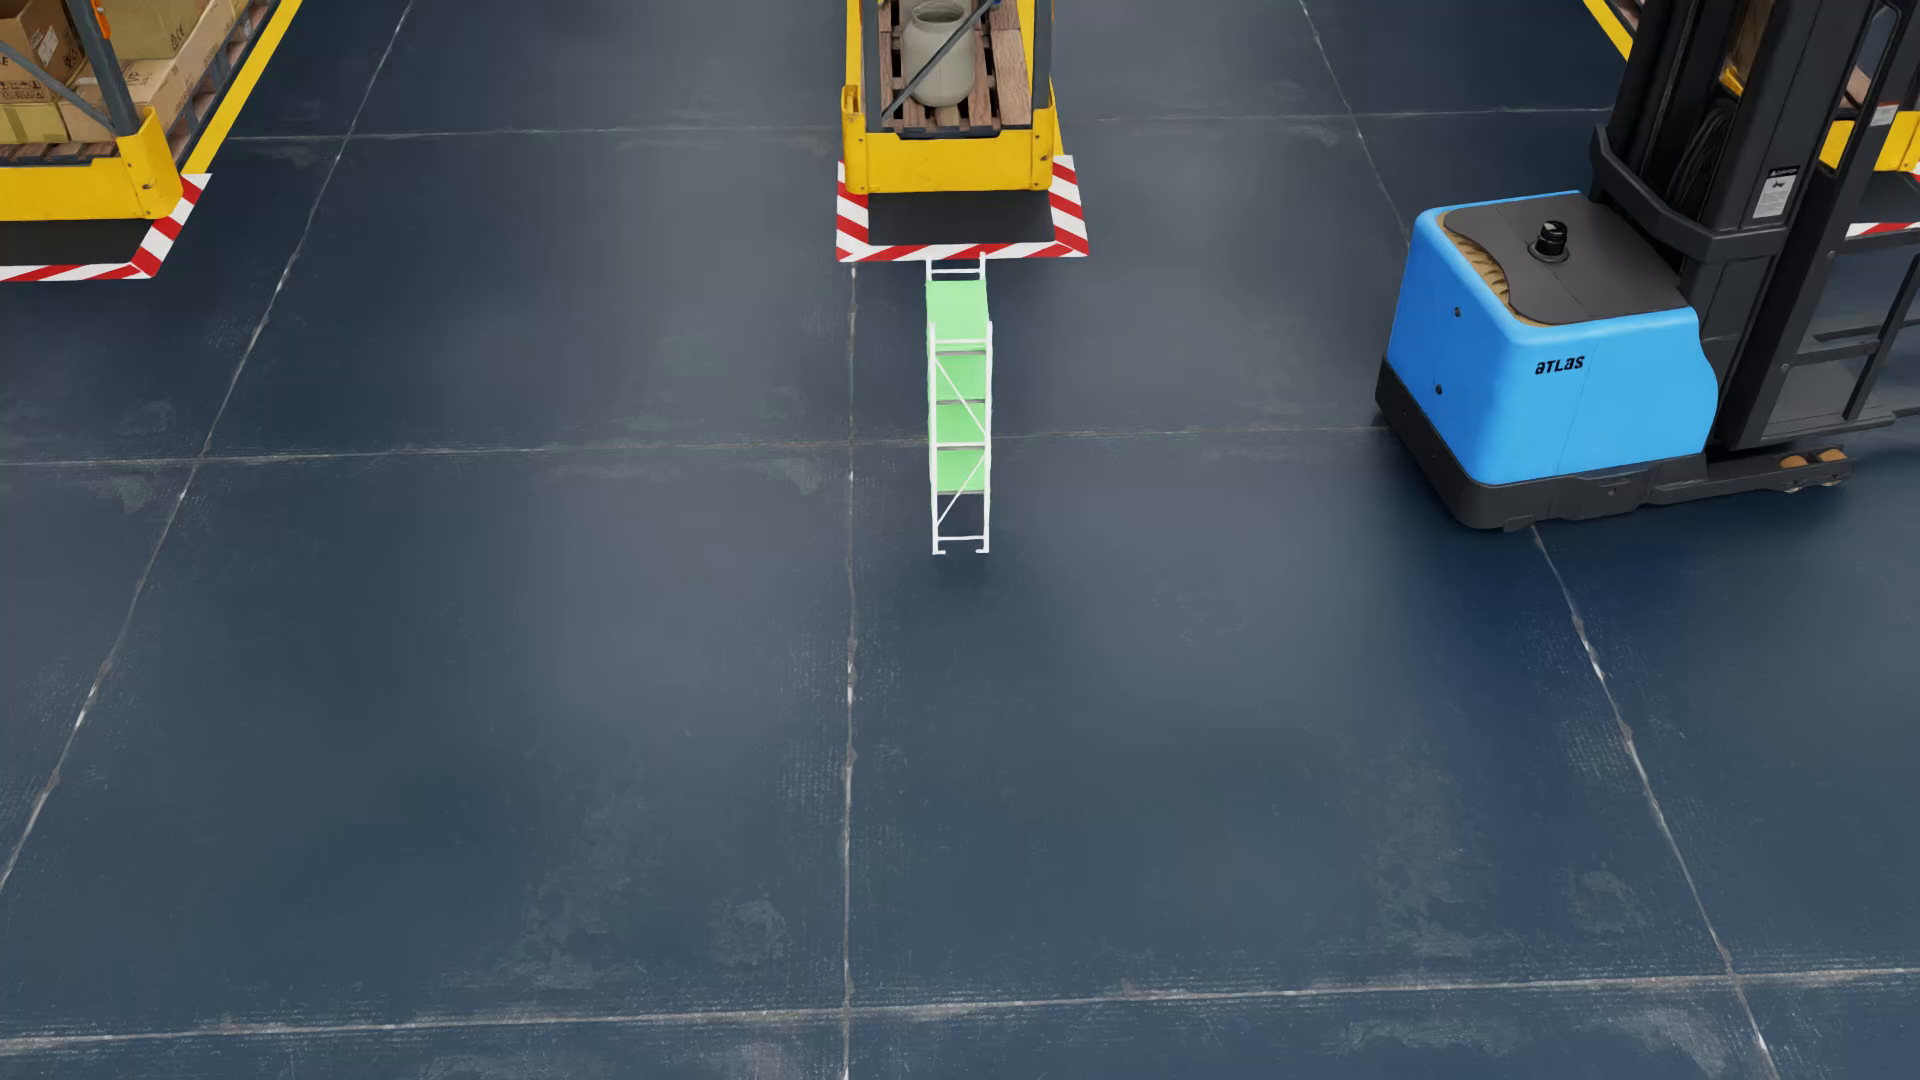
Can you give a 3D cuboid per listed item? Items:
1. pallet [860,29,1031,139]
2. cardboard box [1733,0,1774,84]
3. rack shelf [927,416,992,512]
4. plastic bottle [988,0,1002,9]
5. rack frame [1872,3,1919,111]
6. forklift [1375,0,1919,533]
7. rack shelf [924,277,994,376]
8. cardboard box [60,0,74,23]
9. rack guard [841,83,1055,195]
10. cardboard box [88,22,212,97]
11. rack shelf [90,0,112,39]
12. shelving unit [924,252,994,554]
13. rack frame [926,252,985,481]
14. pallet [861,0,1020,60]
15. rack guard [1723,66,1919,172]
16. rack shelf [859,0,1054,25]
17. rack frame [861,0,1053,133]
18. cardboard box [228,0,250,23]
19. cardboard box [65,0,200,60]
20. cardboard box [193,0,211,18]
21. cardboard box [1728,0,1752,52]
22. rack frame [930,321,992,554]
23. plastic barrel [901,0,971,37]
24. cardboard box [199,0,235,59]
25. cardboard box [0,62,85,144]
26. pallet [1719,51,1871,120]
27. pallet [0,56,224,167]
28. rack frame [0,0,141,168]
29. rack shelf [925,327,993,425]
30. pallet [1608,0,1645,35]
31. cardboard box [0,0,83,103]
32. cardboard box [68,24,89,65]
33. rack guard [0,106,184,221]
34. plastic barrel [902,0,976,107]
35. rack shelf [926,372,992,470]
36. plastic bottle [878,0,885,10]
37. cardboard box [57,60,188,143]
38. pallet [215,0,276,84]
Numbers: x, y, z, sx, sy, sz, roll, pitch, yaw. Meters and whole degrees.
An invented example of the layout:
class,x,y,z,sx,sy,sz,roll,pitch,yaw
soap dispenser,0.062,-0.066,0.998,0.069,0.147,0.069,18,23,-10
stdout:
class,x,y,z,sx,sy,sz,roll,pitch,yaw
pallet,-0.096,-2.706,10.046,1.003,0.211,1.213,-2,43,-2
cardboard box,4.922,-2.933,9.769,0.500,0.500,0.500,6,43,6
rack shelf,-0.007,-0.330,7.172,0.258,0.148,0.480,-2,43,-2
plastic bottle,0.218,-3.525,10.569,0.097,0.271,0.097,0,43,0
rack frame,4.932,-3.278,8.606,1.000,3.000,0.127,-2,43,-2
forklift,3.536,-1.635,6.865,3.031,2.935,1.130,-9,43,-10
rack shelf,-0.007,-0.861,6.685,0.258,0.148,0.480,-2,43,-2
cardboard box,-5.343,-3.442,9.954,0.500,0.500,0.500,-2,43,-2
rack guard,-0.067,-2.264,9.350,1.175,0.500,0.348,-2,43,-2
cardboard box,-4.791,-2.843,9.856,0.500,0.250,0.500,-2,43,-2
rack shelf,-5.050,-4.081,10.015,1.077,0.370,4.000,-2,43,-2
shelving unit,-0.007,-0.554,6.966,0.258,1.200,0.503,-2,43,-2
rack frame,-0.017,-0.719,7.146,0.240,1.200,0.015,-2,43,-2
pallet,-0.145,-3.528,10.943,1.003,0.211,1.213,-2,43,-2
rack guard,4.929,-2.408,9.507,1.175,0.500,0.348,-2,43,-2
rack shelf,-0.101,-4.221,10.167,1.077,0.370,4.000,-2,43,-2
rack frame,-0.016,-3.136,8.451,1.000,3.000,0.127,-2,43,-2
cardboard box,-4.828,-3.518,10.593,0.500,0.250,0.500,-2,43,-2
cardboard box,-4.789,-3.120,9.603,0.500,0.500,0.500,-2,43,-2
cardboard box,-4.823,-3.457,9.970,0.500,0.500,0.500,-2,43,-2
cardboard box,4.863,-3.336,10.208,0.500,0.500,0.500,9,43,9
rack frame,0.003,-0.389,6.787,0.240,1.200,0.015,-2,43,-2
plastic barrel,-0.142,-3.154,10.001,0.421,0.512,0.421,0,43,0
cardboard box,-4.812,-3.181,10.224,0.500,0.250,0.500,-2,43,-2
cardboard box,-5.283,-2.491,9.472,0.500,0.250,0.500,-2,43,-2
pallet,4.930,-2.851,10.204,1.003,0.211,1.213,-2,43,-2
pallet,-5.040,-2.483,9.803,1.003,0.211,1.213,-2,43,-2
rack frame,-4.965,-2.996,8.299,1.000,3.000,0.127,-2,43,-2
rack shelf,-0.007,-0.684,6.848,0.258,0.148,0.480,-2,43,-2
pallet,4.881,-3.672,11.100,1.003,0.211,1.213,-2,43,-2
cardboard box,-5.285,-2.767,9.218,0.500,0.500,0.500,-2,43,-2
cardboard box,-5.317,-2.828,9.839,0.500,0.250,0.500,-2,43,-2
rack guard,-4.964,-2.058,9.126,1.175,0.500,0.348,-2,43,-2
plastic barrel,-0.121,-2.815,9.632,0.421,0.512,0.421,0,43,0
rack shelf,-0.007,-0.507,7.010,0.258,0.148,0.480,-2,43,-2
plastic bottle,-0.532,-3.494,10.587,0.097,0.201,0.097,0,43,0
cardboard box,-4.766,-2.506,9.488,0.500,0.250,0.500,-2,43,-2
pallet,-5.088,-3.305,10.699,1.003,0.211,1.213,-2,43,-2
